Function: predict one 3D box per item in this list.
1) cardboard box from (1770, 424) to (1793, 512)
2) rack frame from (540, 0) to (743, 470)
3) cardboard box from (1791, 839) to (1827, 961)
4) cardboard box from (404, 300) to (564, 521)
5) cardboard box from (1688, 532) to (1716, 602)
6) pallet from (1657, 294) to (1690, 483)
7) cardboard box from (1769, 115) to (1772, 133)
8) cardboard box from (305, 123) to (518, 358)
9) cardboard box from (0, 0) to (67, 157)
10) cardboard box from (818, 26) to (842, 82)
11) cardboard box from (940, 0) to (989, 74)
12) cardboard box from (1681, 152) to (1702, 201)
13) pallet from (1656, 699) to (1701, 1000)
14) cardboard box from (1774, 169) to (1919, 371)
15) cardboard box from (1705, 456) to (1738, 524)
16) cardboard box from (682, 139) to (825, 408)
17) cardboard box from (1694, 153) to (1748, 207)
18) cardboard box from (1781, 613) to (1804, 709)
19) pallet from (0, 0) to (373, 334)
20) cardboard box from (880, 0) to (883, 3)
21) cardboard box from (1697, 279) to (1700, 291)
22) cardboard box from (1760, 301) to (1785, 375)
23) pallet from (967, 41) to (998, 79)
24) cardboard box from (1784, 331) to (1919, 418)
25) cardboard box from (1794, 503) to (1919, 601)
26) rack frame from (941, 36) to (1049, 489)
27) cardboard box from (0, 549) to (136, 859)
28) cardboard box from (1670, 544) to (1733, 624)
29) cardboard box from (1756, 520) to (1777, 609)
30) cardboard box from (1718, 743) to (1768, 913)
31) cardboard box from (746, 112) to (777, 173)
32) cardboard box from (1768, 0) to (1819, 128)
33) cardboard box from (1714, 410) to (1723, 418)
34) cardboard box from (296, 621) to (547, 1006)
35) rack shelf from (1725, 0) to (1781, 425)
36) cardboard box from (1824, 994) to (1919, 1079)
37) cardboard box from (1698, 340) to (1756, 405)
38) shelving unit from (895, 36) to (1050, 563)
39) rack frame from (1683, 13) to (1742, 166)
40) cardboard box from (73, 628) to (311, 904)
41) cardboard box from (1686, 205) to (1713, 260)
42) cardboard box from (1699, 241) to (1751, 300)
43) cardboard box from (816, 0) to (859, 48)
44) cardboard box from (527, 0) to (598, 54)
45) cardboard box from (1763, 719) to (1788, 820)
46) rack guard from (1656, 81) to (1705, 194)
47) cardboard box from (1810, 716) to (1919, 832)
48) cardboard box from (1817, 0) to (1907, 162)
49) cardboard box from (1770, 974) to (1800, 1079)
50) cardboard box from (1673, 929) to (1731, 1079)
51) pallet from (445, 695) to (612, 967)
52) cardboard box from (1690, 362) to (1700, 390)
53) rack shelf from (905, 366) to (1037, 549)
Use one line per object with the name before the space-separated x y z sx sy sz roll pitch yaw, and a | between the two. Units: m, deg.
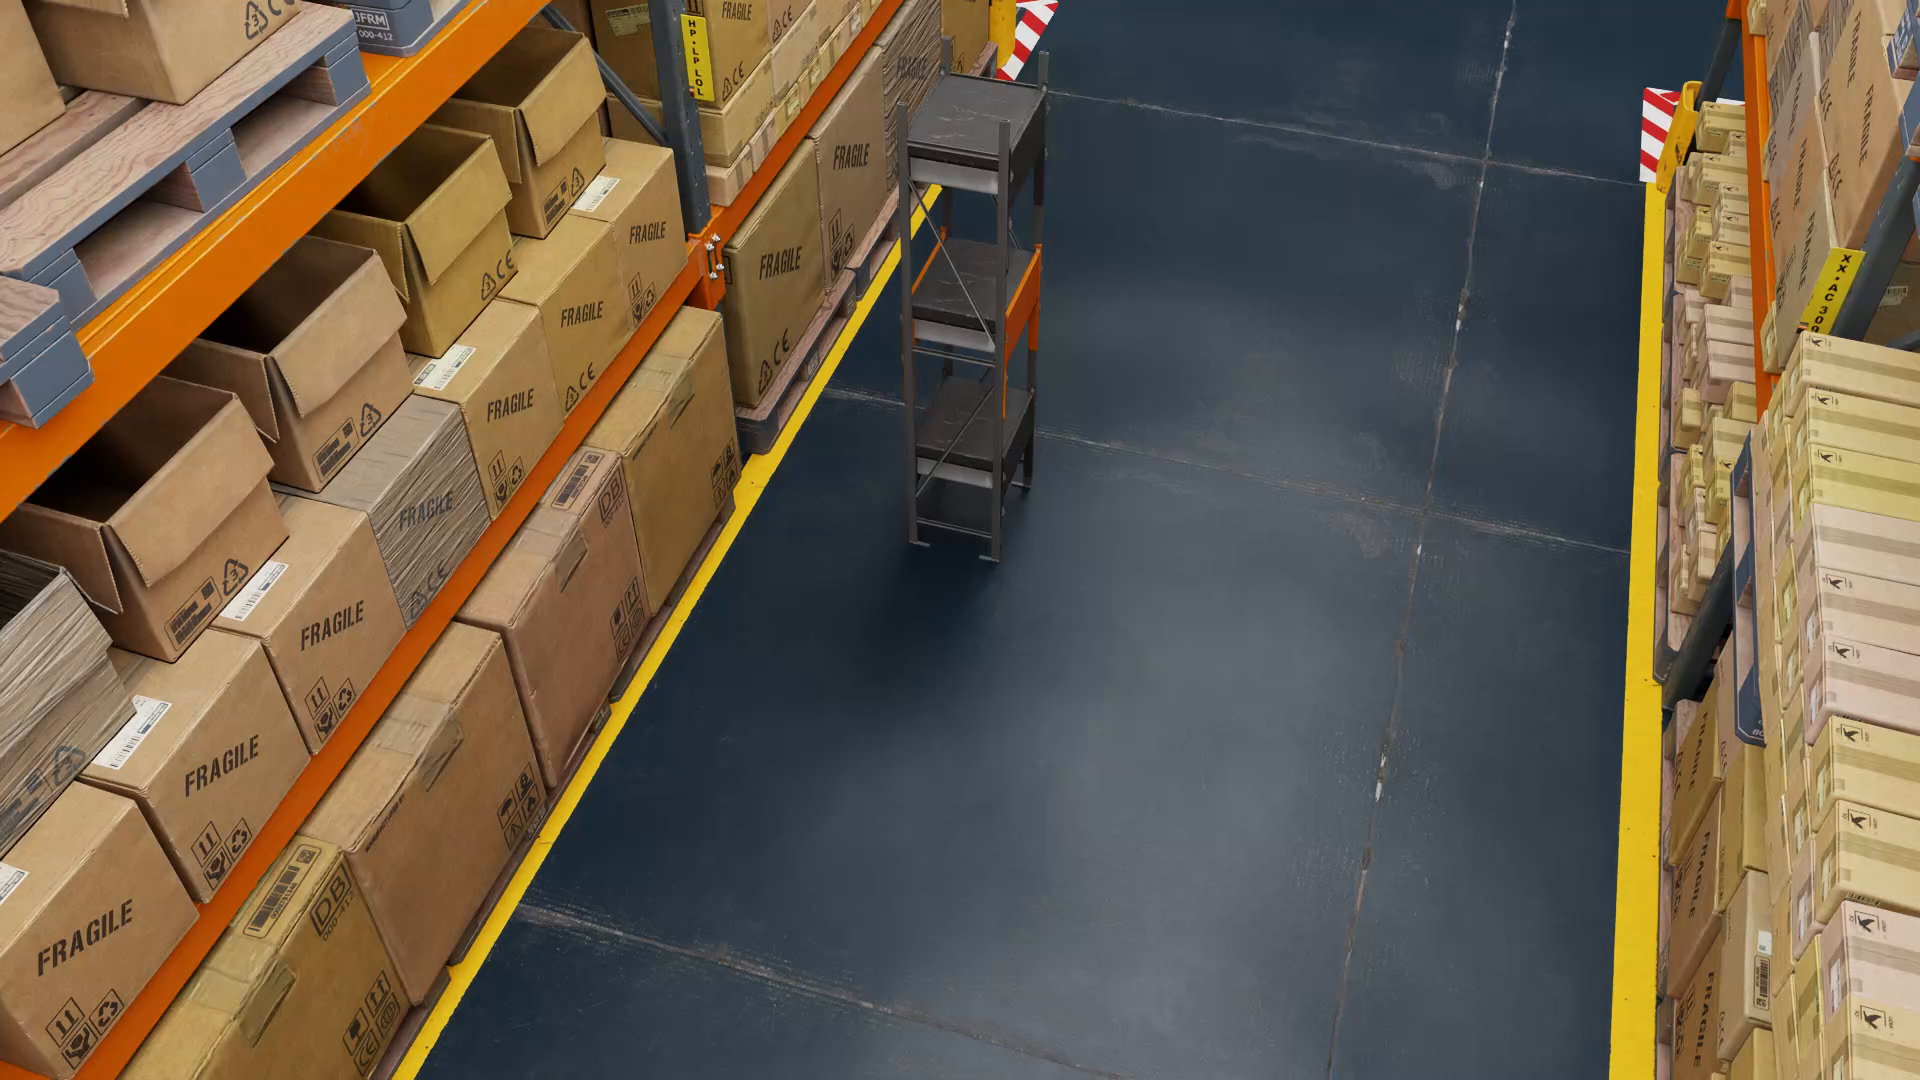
cardboard box | 2.591 -0.174 4.849 0.380 0.149 0.250 12 46 12
rack frame | -1.471 -1.464 6.500 1.000 3.000 0.127 13 46 13
cardboard box | 2.118 0.868 3.784 0.380 0.149 0.250 14 46 14
cardboard box | -1.661 -0.452 5.395 0.500 0.500 0.500 12 46 12
cardboard box | 3.018 0.139 6.387 0.380 0.149 0.250 13 46 13
pallet | 3.762 -0.620 7.632 1.003 0.211 1.213 13 46 13
cardboard box | 3.602 -1.725 6.947 0.380 0.149 0.250 14 46 14
cardboard box | -1.876 -0.976 5.213 0.797 0.503 0.637 13 46 13
cardboard box | -2.389 -1.071 3.583 0.500 0.500 0.500 15 46 15
cardboard box | -0.751 -2.198 7.430 0.380 0.149 0.250 12 46 12
cardboard box | -0.378 -3.077 9.368 0.875 0.875 0.875 13 46 13
cardboard box | 3.973 -1.862 8.645 0.380 0.149 0.250 13 46 13
pallet | 2.991 1.170 5.802 1.003 0.211 1.213 13 46 13
cardboard box | 3.102 -0.870 5.609 0.500 0.500 0.500 13 46 13
cardboard box | 3.124 -0.161 6.481 0.380 0.149 0.250 13 46 13
cardboard box | -1.195 -1.277 7.529 0.875 0.875 0.875 13 46 13
cardboard box | 3.787 -1.729 8.084 0.380 0.149 0.250 12 46 12
cardboard box | 2.355 0.352 4.312 0.380 0.149 0.250 14 46 14
pallet | -2.202 -0.989 4.005 1.003 0.211 1.213 15 46 14
cardboard box | -0.517 -2.714 7.958 0.380 0.149 0.250 13 46 13
cardboard box | 3.735 -1.166 7.934 0.380 0.149 0.250 13 46 13
cardboard box | 3.063 -0.691 5.890 0.380 0.149 0.250 11 46 11
pallet | -0.428 -2.584 9.639 1.003 0.211 1.213 13 46 13
cardboard box | 2.667 -0.454 4.922 0.380 0.149 0.250 15 46 15
cardboard box | 2.431 0.070 4.387 0.380 0.149 0.250 12 46 12
rack frame | 0.124 -1.023 6.694 0.400 2.100 0.015 13 46 12
cardboard box | -2.446 0.324 3.884 0.797 0.503 0.637 14 46 14
cardboard box | 3.019 0.189 6.549 0.380 0.149 0.250 13 46 13
cardboard box | 2.510 0.111 4.770 0.380 0.149 0.250 13 46 13
cardboard box | 2.591 0.921 5.013 0.500 0.250 0.500 14 46 14
cardboard box | -0.985 -1.676 6.896 0.380 0.149 0.250 11 45 11
cardboard box | 3.591 -1.886 6.648 0.500 0.500 0.500 11 46 11
cardboard box | 3.321 -0.372 6.910 0.380 0.149 0.250 13 46 13
cardboard box | -2.177 0.764 5.443 1.225 0.875 0.875 13 46 13
rack shelf | 3.831 -1.422 6.972 1.077 0.370 4.000 13 46 13
cardboard box | 1.960 1.103 3.331 0.380 0.149 0.250 14 46 14
cardboard box | 3.340 -0.685 7.017 0.380 0.149 0.250 10 45 11
shelving unit | 0.050 -0.861 6.527 0.431 2.100 0.503 13 46 12
rack frame | 4.436 -3.012 8.082 1.000 3.000 0.127 13 46 13
cardboard box | -2.122 0.556 4.365 0.500 0.500 0.500 11 46 11
cardboard box | 3.726 -1.454 8.016 0.380 0.149 0.250 14 46 14
cardboard box | 3.574 -1.197 7.540 0.380 0.149 0.250 13 46 13
cardboard box | -0.773 -2.451 7.404 0.500 0.250 0.500 14 46 13
cardboard box | -1.587 -2.148 6.557 0.500 0.500 0.500 14 46 14
cardboard box | 2.277 0.630 4.239 0.380 0.149 0.250 12 46 12
rack guard | 4.413 -2.068 8.905 1.175 0.500 0.348 13 46 13
cardboard box | 2.199 0.589 3.857 0.380 0.149 0.250 14 46 14
cardboard box | 3.261 -1.562 5.601 0.500 0.500 0.500 11 45 11
cardboard box | 2.038 1.152 3.706 0.380 0.149 0.250 11 45 11
cardboard box | 2.444 1.539 4.919 0.500 0.500 0.500 13 46 13
pallet | -2.001 0.879 6.100 1.003 0.211 1.213 13 46 13
cardboard box | 3.476 -0.660 7.417 0.380 0.149 0.250 13 46 13
rack shelf | 0.050 -0.351 7.026 0.431 0.518 0.480 13 46 12
